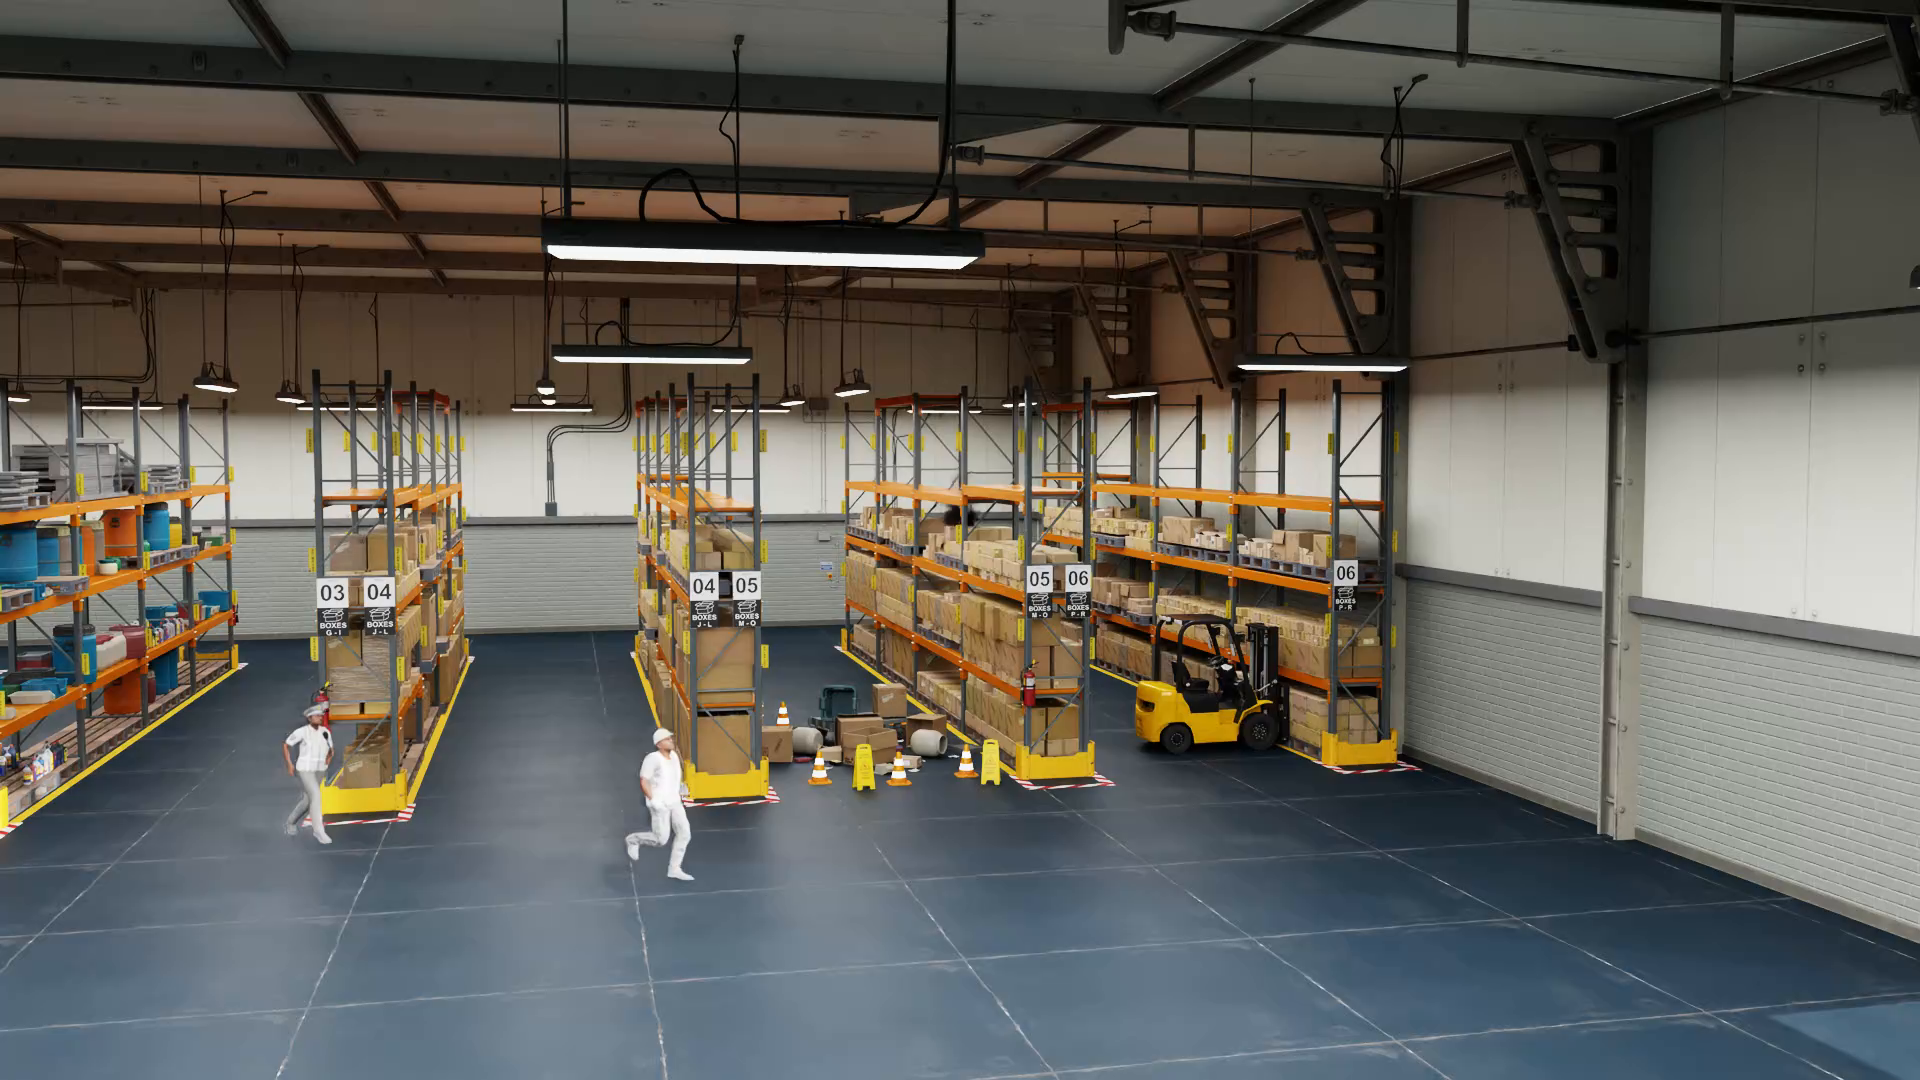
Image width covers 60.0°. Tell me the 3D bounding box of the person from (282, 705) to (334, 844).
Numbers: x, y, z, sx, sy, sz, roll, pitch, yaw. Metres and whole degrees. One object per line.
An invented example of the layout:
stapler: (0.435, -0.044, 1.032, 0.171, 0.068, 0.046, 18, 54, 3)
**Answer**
person: (-8.172, 2.940, 21.064, 0.842, 1.689, 0.577, 2, 4, 32)

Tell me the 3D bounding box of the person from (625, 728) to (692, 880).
person: (-3.457, 3.041, 19.235, 0.813, 1.736, 0.679, 2, 4, 27)
